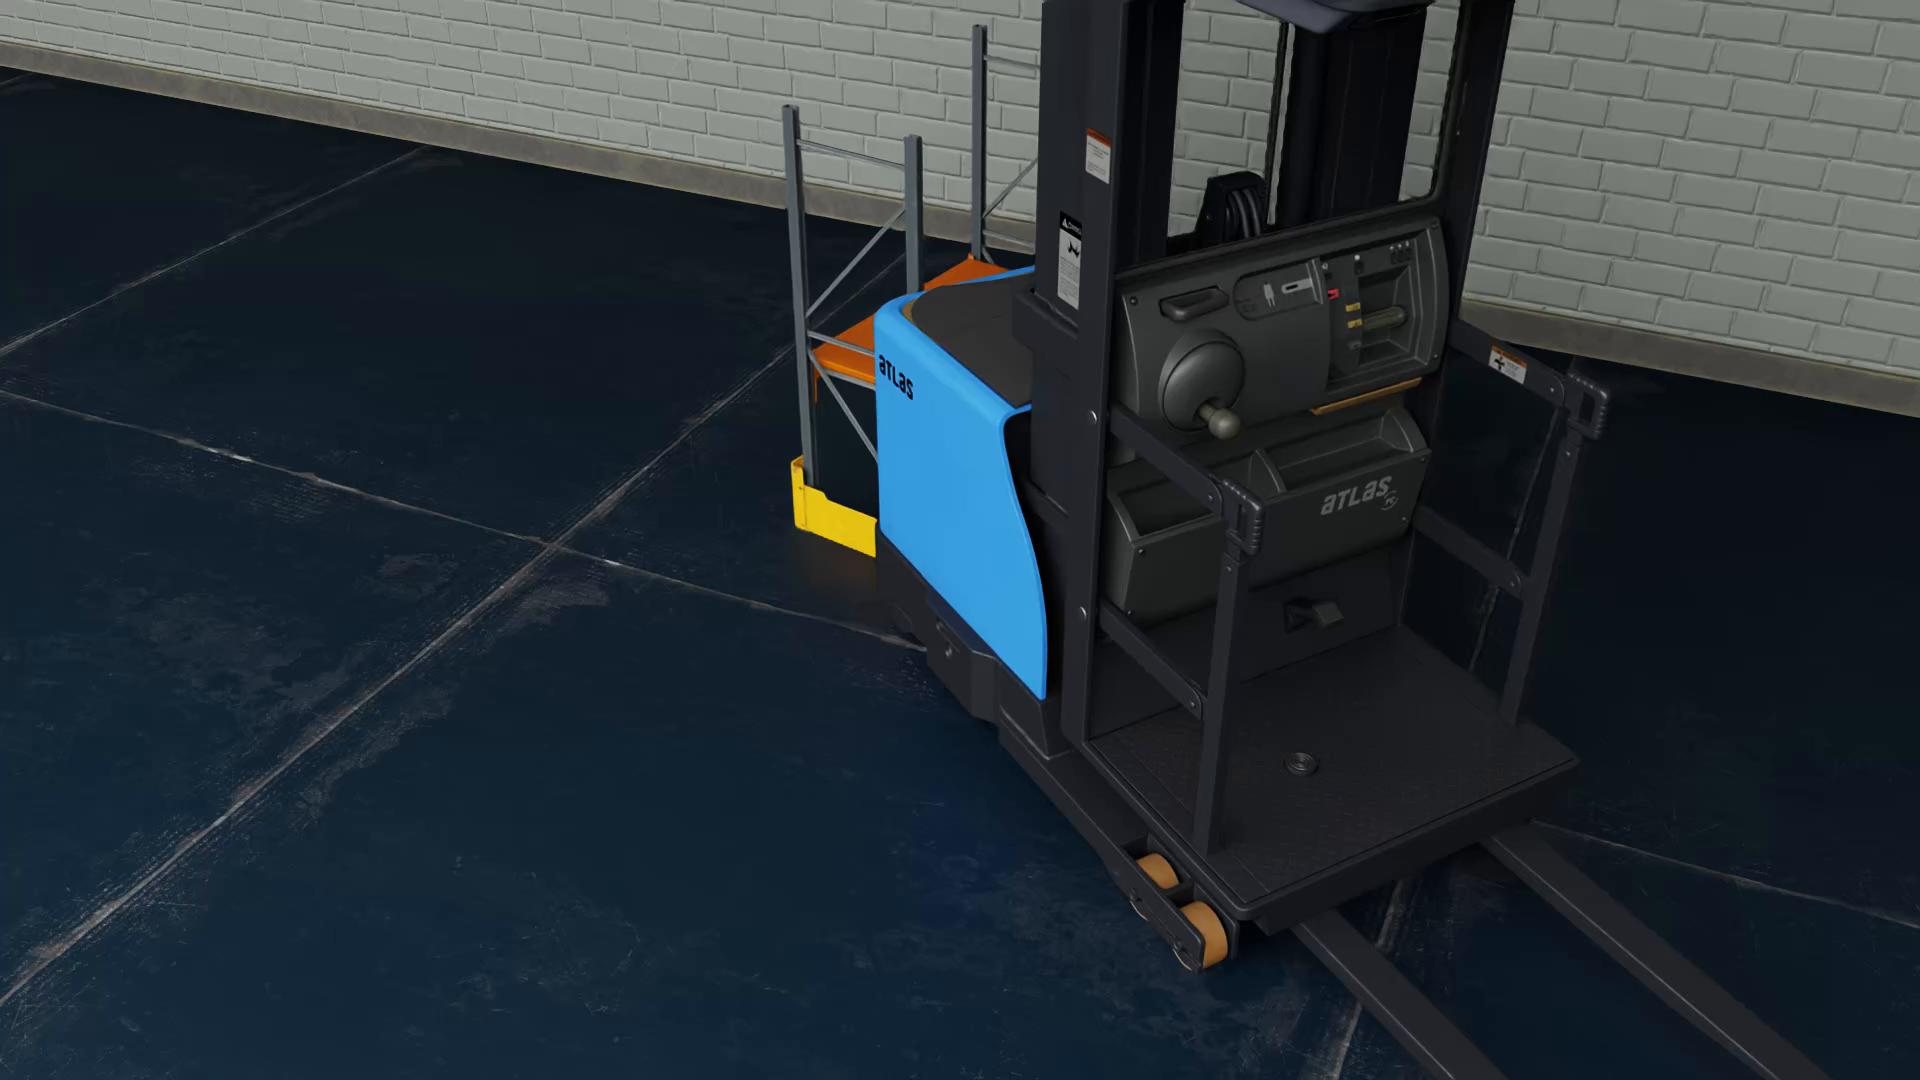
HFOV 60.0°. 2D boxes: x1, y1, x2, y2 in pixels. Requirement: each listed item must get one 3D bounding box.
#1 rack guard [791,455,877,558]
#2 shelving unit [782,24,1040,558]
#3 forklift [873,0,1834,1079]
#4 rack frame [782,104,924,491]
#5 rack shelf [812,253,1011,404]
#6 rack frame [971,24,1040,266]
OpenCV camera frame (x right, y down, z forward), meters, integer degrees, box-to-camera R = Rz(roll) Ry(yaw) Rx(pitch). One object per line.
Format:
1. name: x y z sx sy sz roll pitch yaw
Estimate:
1. rack guard: -0.322 -0.084 5.650 0.587 0.250 0.087 21 39 28
2. shelving unit: -0.039 -0.831 5.649 0.587 1.500 1.083 21 39 28
3. forklift: 0.887 -0.448 3.760 1.130 2.935 3.031 -17 37 -24
4. rack frame: -0.323 -0.606 5.306 0.500 1.500 0.032 21 39 28
5. rack shelf: -0.033 -0.684 5.754 0.538 0.185 1.000 21 39 28
6. rack frame: 0.256 -1.064 6.005 0.500 1.500 0.032 21 39 28
